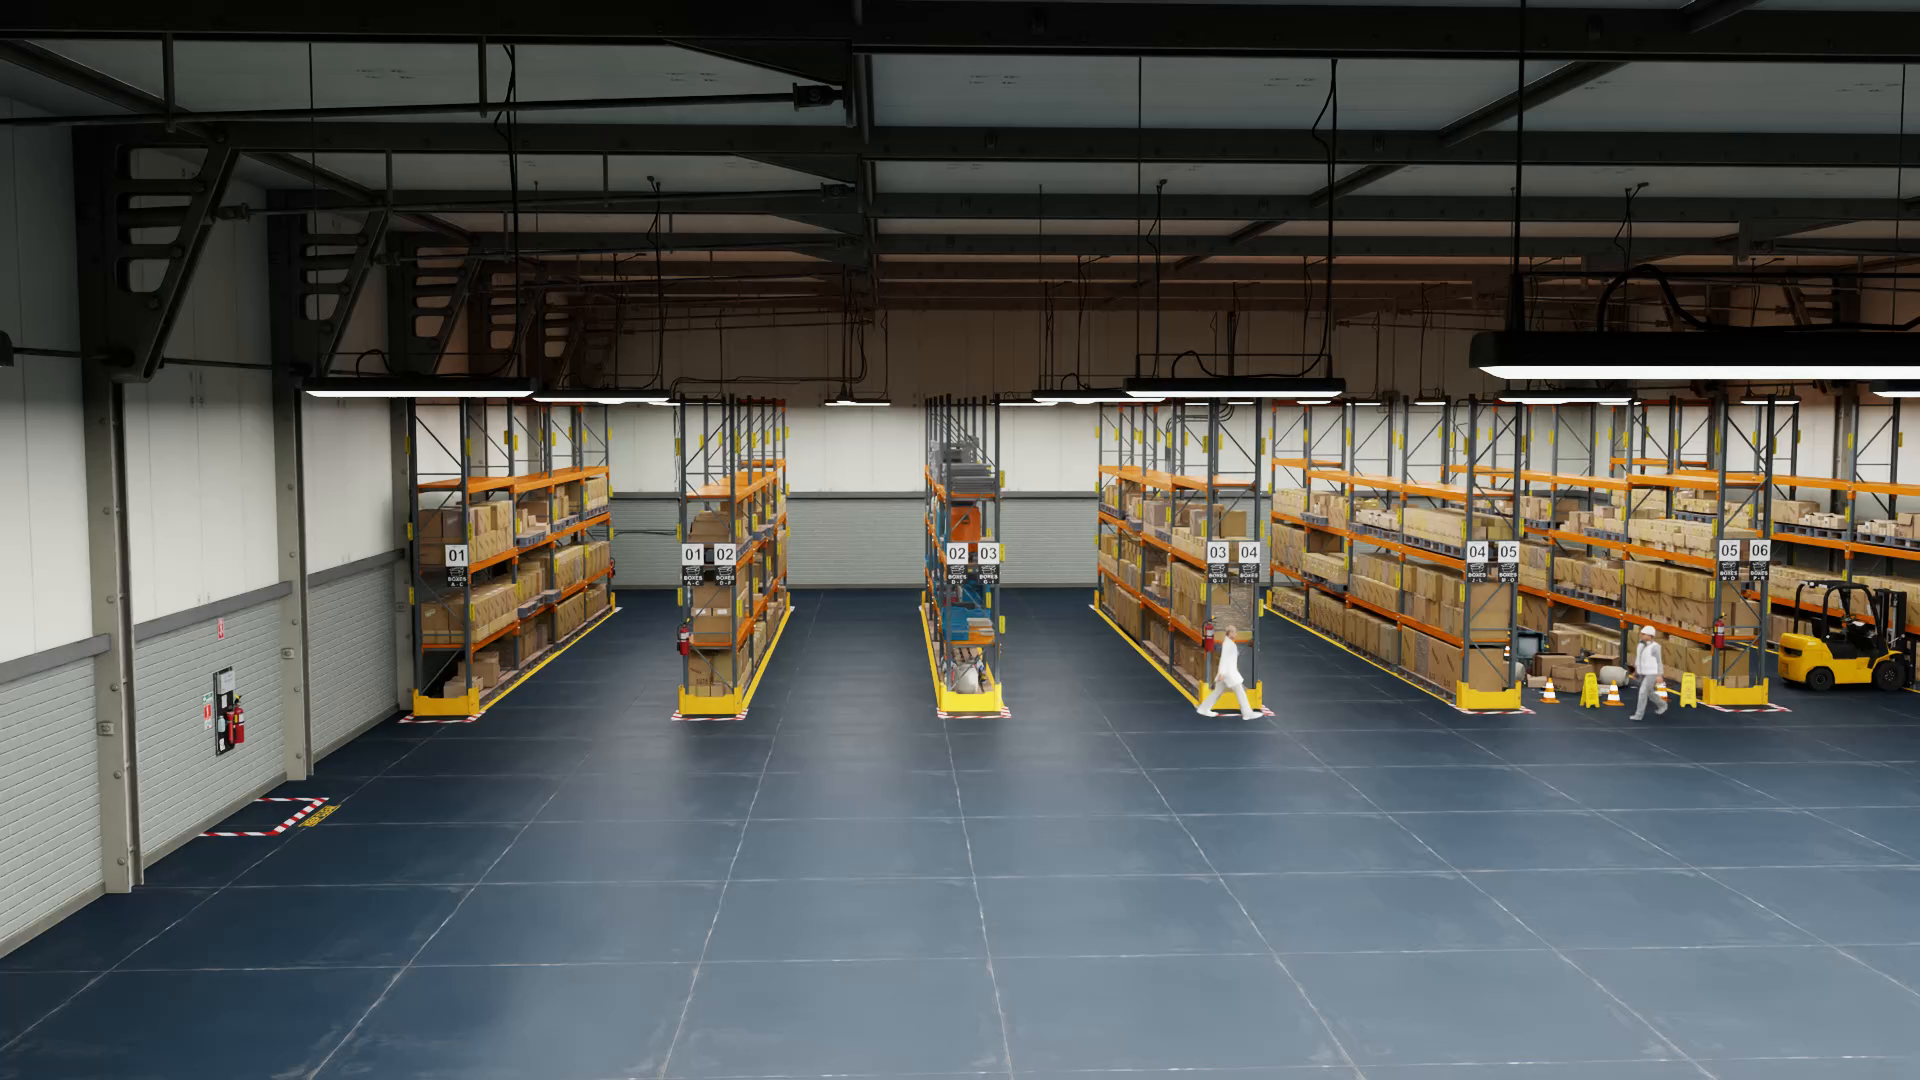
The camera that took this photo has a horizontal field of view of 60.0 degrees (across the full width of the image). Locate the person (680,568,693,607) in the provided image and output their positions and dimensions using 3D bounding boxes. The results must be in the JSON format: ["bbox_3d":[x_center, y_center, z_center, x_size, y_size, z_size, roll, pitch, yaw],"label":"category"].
[{"bbox_3d":[-7.775,1.045,47.873,0.650,1.724,1.034,0,5,-1],"label":"person"}]

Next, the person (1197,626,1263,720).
[{"bbox_3d":[4.967,2.497,30.689,1.151,1.601,0.605,0,5,-1],"label":"person"}]

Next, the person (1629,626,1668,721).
[{"bbox_3d":[12.687,2.434,30.606,0.996,1.737,0.562,-2,5,-20],"label":"person"}]

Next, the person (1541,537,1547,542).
[{"bbox_3d":[18.402,0.729,52.443,0.499,1.660,0.471,-1,5,-18],"label":"person"}]
